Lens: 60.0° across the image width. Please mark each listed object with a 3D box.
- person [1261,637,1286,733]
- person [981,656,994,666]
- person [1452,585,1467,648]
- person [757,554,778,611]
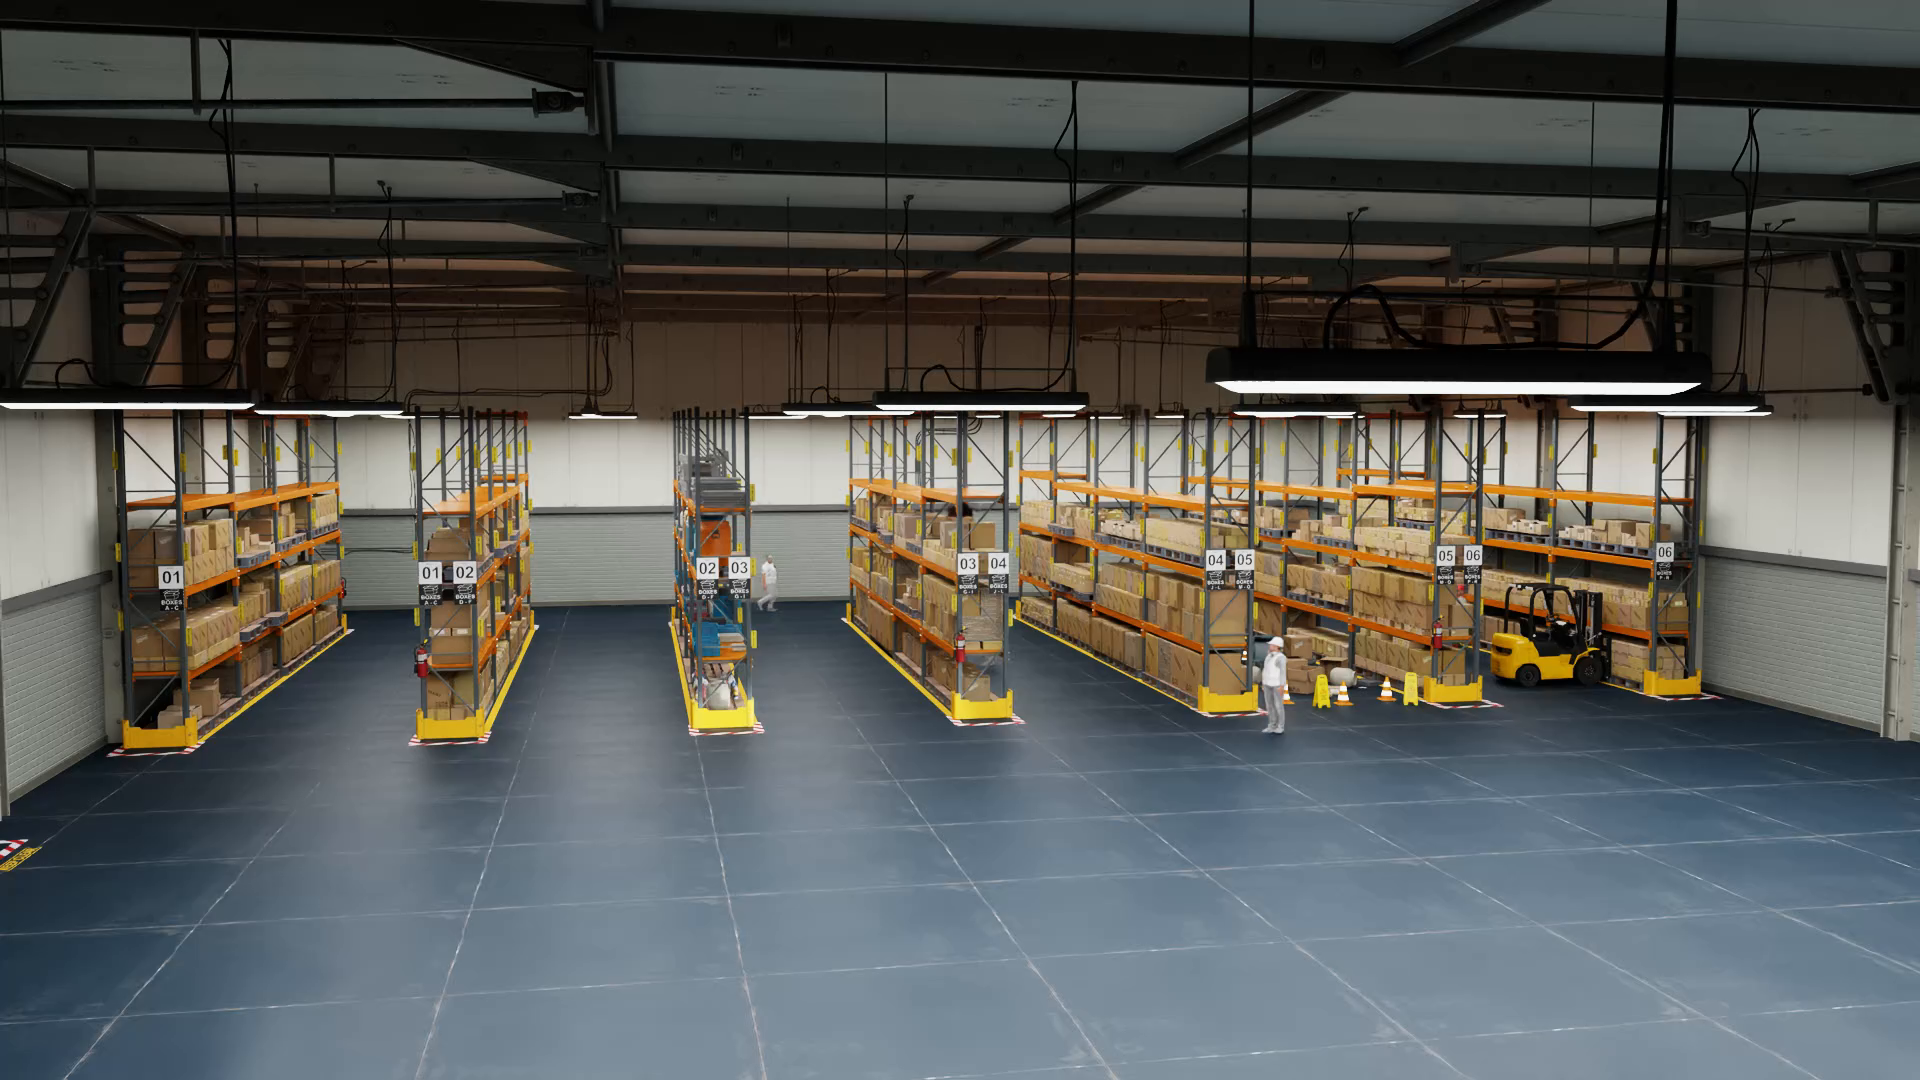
[{"bbox_3d":[5.786,2.674,30.538,0.419,1.797,0.615,-3,5,-34],"label":"person"},{"bbox_3d":[0.641,2.100,39.000,0.347,1.682,0.550,-1,4,-9],"label":"person"},{"bbox_3d":[11.971,1.975,40.172,0.508,1.805,0.599,1,4,19],"label":"person"},{"bbox_3d":[-5.782,1.277,49.931,0.625,1.749,0.564,0,4,-4],"label":"person"}]
